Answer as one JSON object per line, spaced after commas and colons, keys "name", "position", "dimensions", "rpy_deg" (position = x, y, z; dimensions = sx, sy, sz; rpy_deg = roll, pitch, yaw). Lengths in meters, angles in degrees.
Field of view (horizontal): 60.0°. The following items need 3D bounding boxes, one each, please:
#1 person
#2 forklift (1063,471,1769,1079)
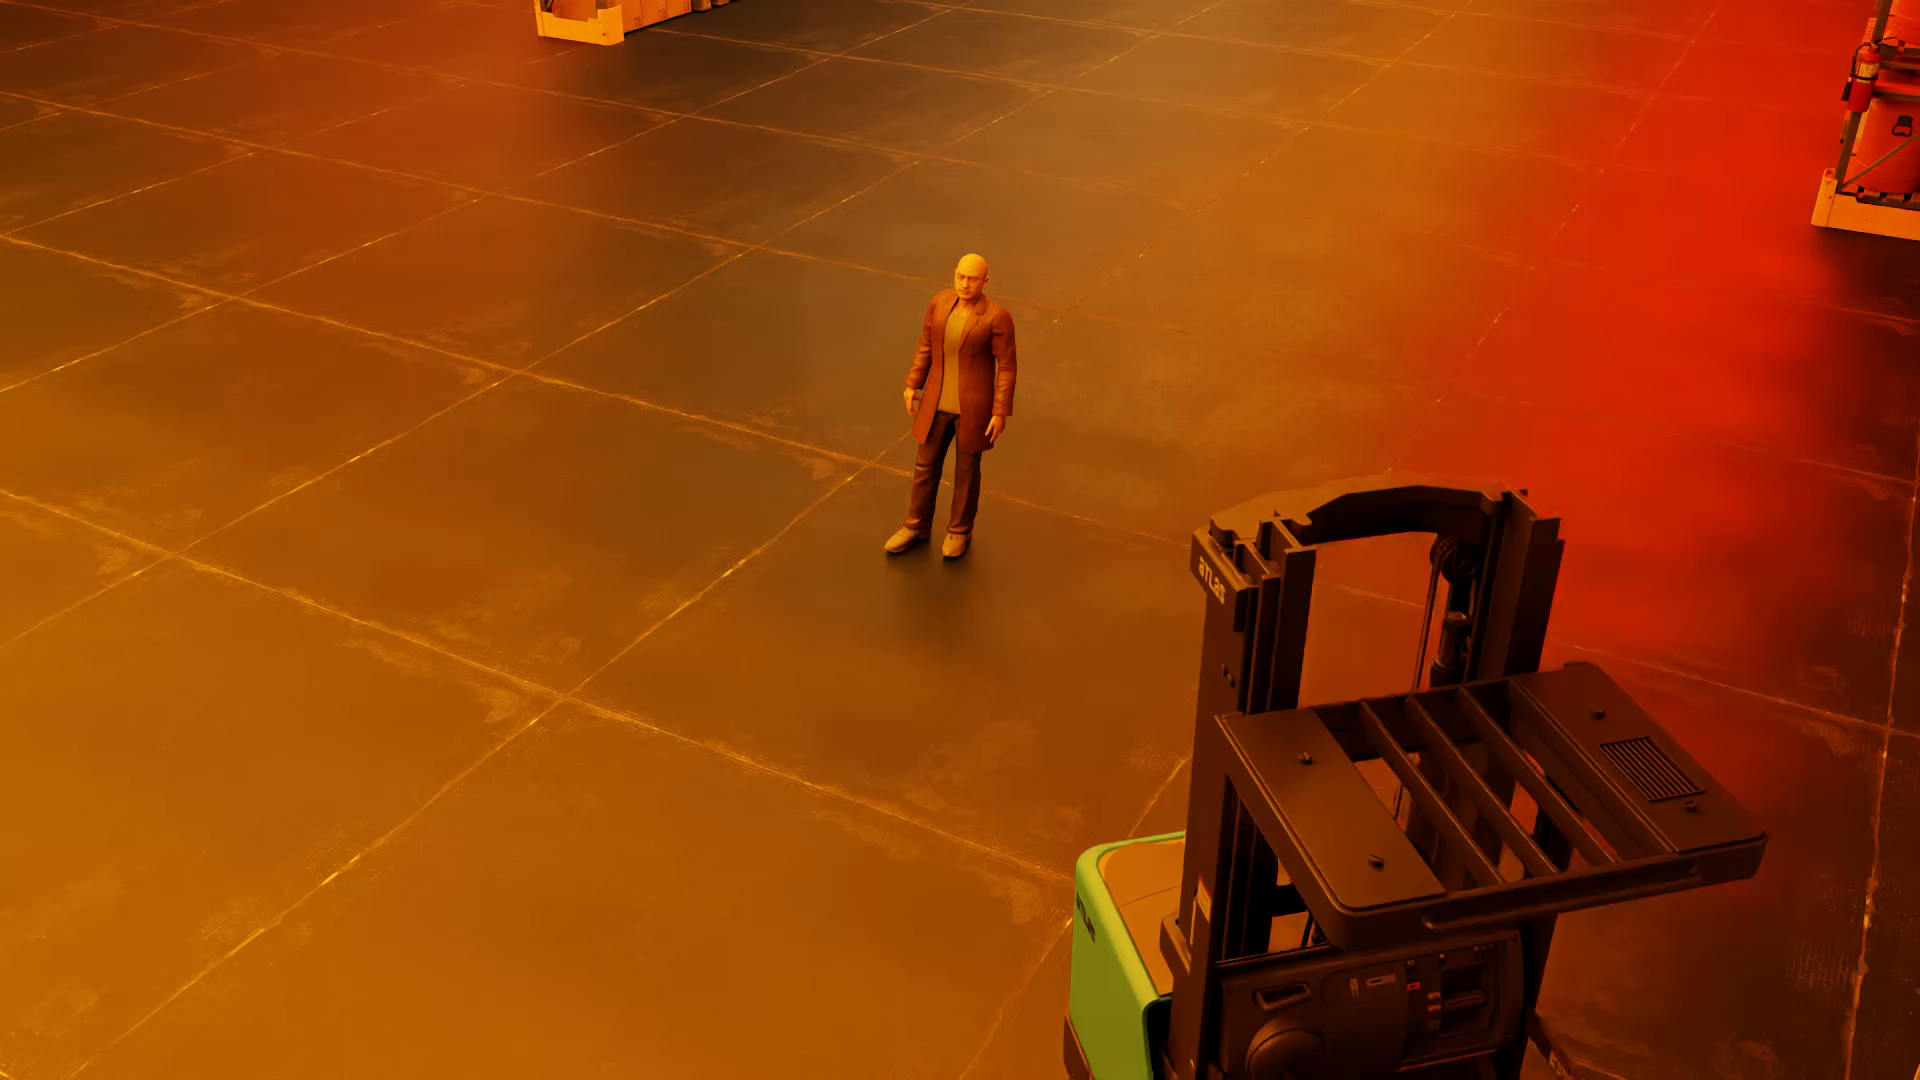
{"name": "person", "position": [-0.048, -0.737, 9.486], "dimensions": [0.698, 1.778, 0.579], "rpy_deg": [15, 33, 25]}
{"name": "forklift", "position": [1.247, 1.419, 4.612], "dimensions": [1.130, 2.935, 3.031], "rpy_deg": [-7, 31, -12]}
